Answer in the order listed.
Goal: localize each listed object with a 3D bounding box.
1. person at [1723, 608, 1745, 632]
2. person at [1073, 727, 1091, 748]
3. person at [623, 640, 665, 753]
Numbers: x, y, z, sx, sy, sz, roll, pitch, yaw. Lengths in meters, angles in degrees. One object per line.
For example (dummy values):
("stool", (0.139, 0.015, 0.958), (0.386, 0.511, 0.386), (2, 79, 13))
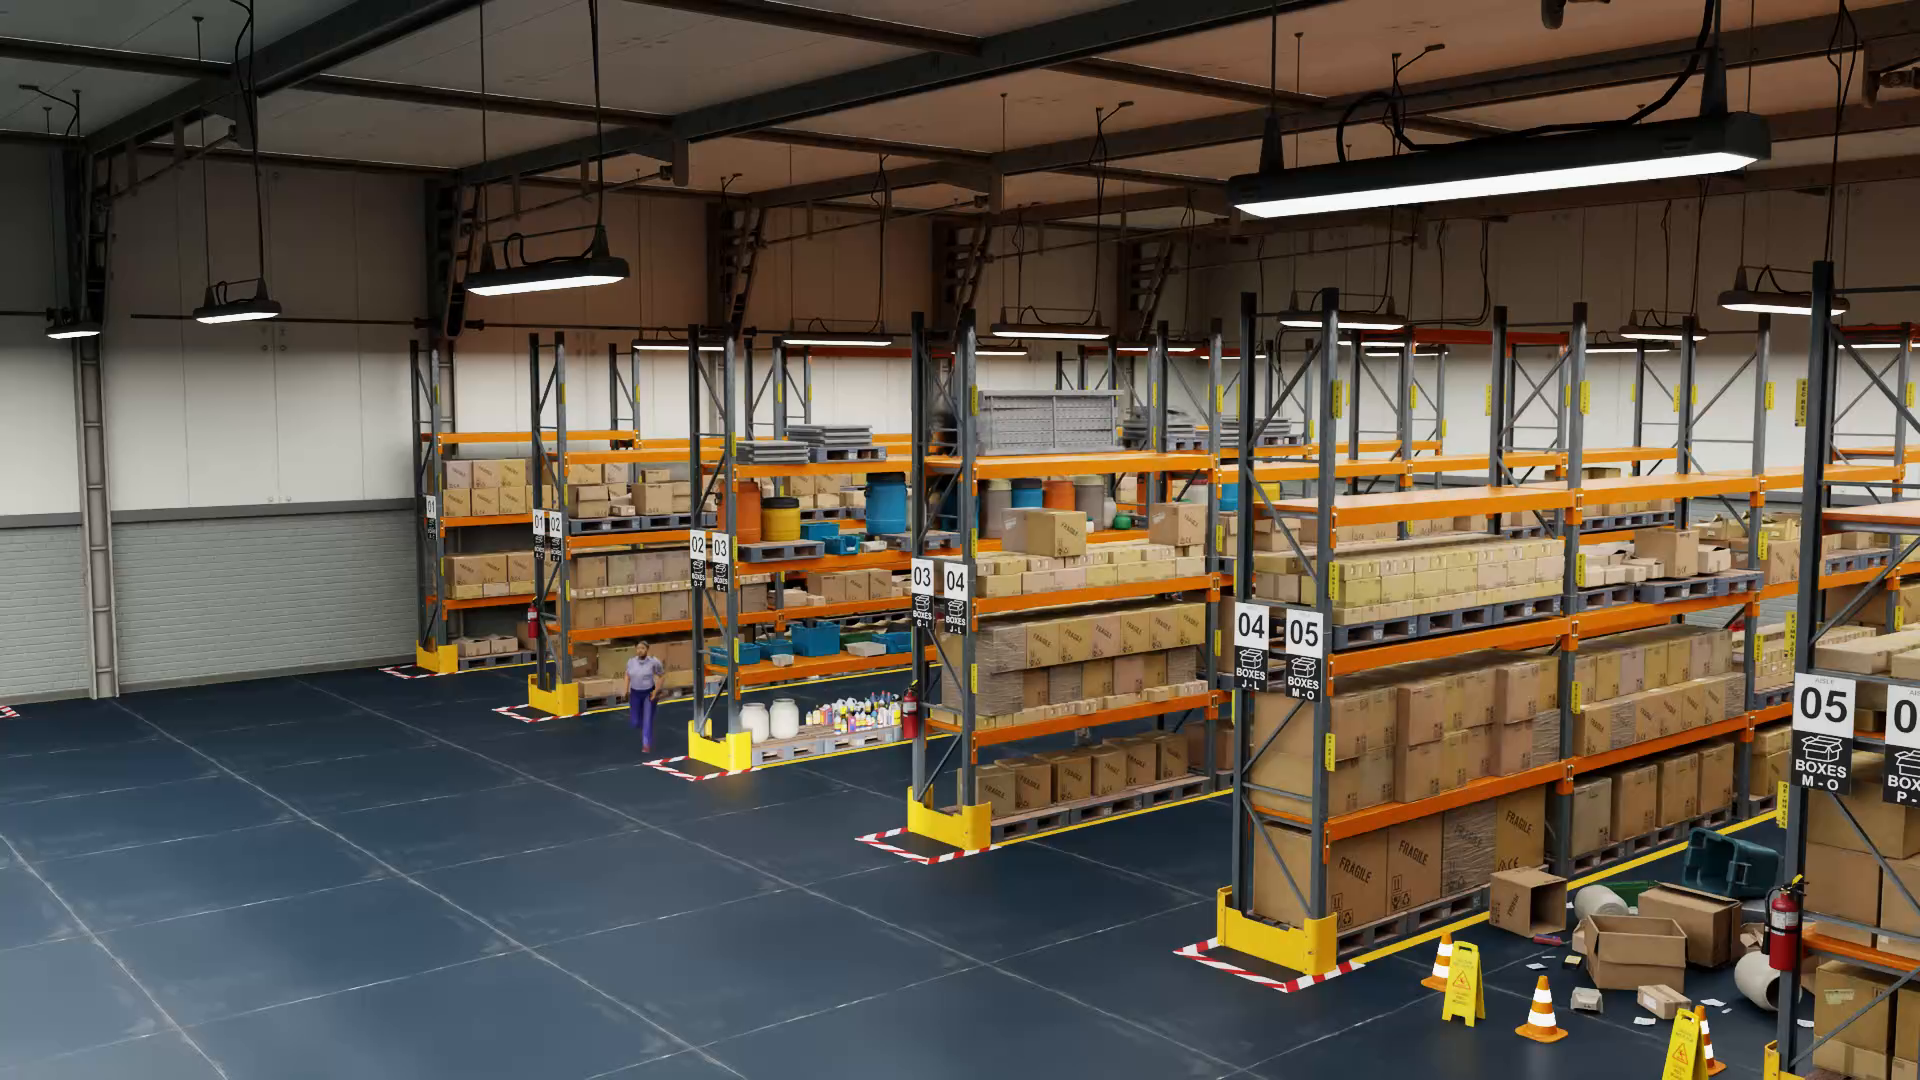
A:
("person", (12.014, 1.934, 25.786), (0.630, 1.767, 0.718), (5, 7, 41))
("person", (1.626, 2.089, 23.634), (0.769, 1.765, 0.653), (-5, 7, -43))
("person", (-4.460, 2.199, 23.602), (0.592, 1.593, 0.586), (1, 5, 6))
